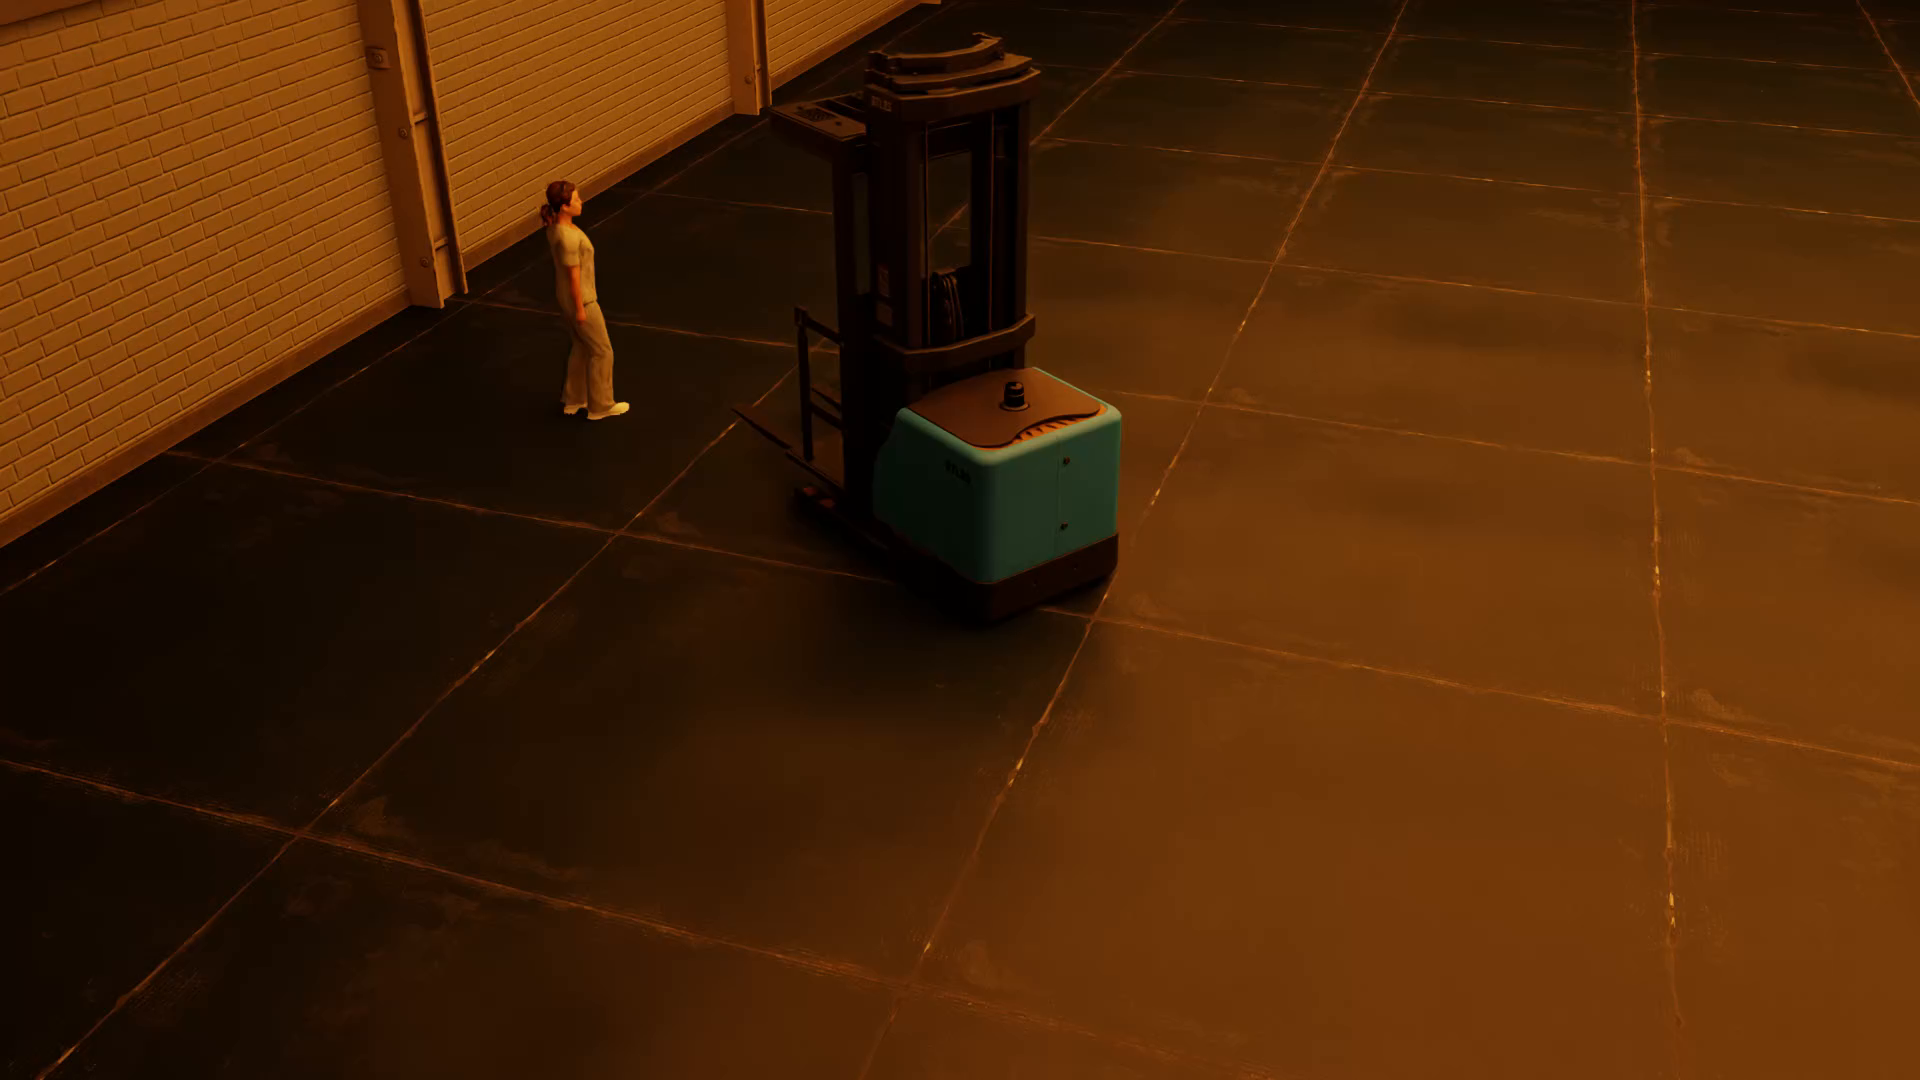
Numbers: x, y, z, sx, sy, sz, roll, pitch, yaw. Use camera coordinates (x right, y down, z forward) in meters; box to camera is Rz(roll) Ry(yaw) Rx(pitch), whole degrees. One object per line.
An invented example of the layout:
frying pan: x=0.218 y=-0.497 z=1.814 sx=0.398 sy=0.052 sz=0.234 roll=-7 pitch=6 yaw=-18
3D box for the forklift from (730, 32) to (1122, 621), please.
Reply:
forklift: x=-0.377 y=-1.496 z=9.761 sx=1.130 sy=2.935 sz=3.031 roll=-21 pitch=36 yaw=-32

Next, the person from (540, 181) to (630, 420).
person: x=-2.572 y=-1.641 z=11.310 sx=0.454 sy=1.660 sz=0.493 roll=-12 pitch=32 yaw=-20
